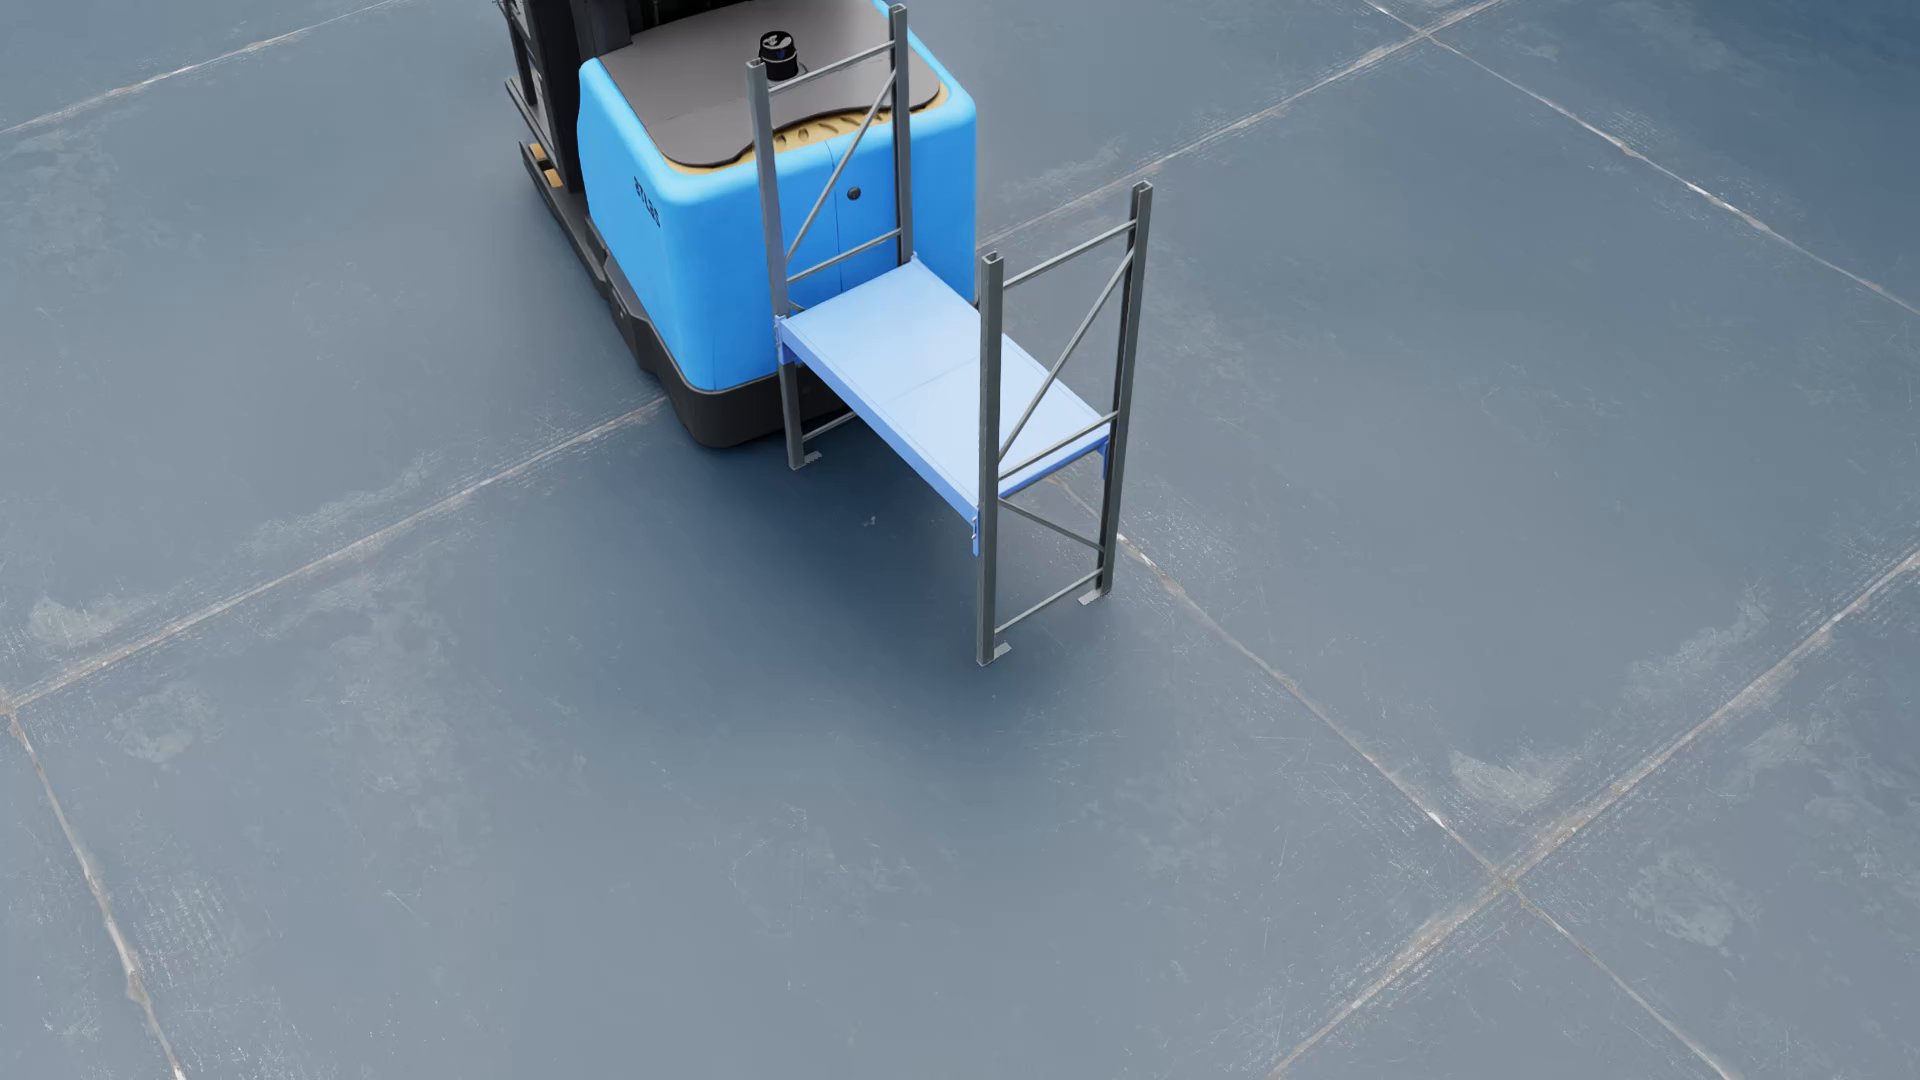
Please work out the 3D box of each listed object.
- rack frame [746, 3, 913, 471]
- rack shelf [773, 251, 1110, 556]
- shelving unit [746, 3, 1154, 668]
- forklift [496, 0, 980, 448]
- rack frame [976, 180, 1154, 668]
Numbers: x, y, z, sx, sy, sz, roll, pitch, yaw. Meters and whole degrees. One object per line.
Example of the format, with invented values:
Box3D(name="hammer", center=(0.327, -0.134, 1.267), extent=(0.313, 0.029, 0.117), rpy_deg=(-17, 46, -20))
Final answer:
Box3D(name="rack frame", center=(-0.353, -0.849, 5.007), extent=(0.500, 1.500, 0.032), rpy_deg=(-29, 54, -24))
Box3D(name="rack shelf", center=(-0.048, -0.427, 4.867), extent=(0.538, 0.185, 1.000), rpy_deg=(-29, 54, -24))
Box3D(name="shelving unit", center=(-0.048, -0.548, 4.734), extent=(0.538, 1.500, 1.048), rpy_deg=(-29, 54, -24))
Box3D(name="forklift", center=(-1.053, -2.385, 5.434), extent=(1.130, 2.935, 3.031), rpy_deg=(-21, 51, -18))
Box3D(name="rack frame", center=(0.257, -0.246, 4.461), extent=(0.500, 1.500, 0.032), rpy_deg=(-29, 54, -24))
